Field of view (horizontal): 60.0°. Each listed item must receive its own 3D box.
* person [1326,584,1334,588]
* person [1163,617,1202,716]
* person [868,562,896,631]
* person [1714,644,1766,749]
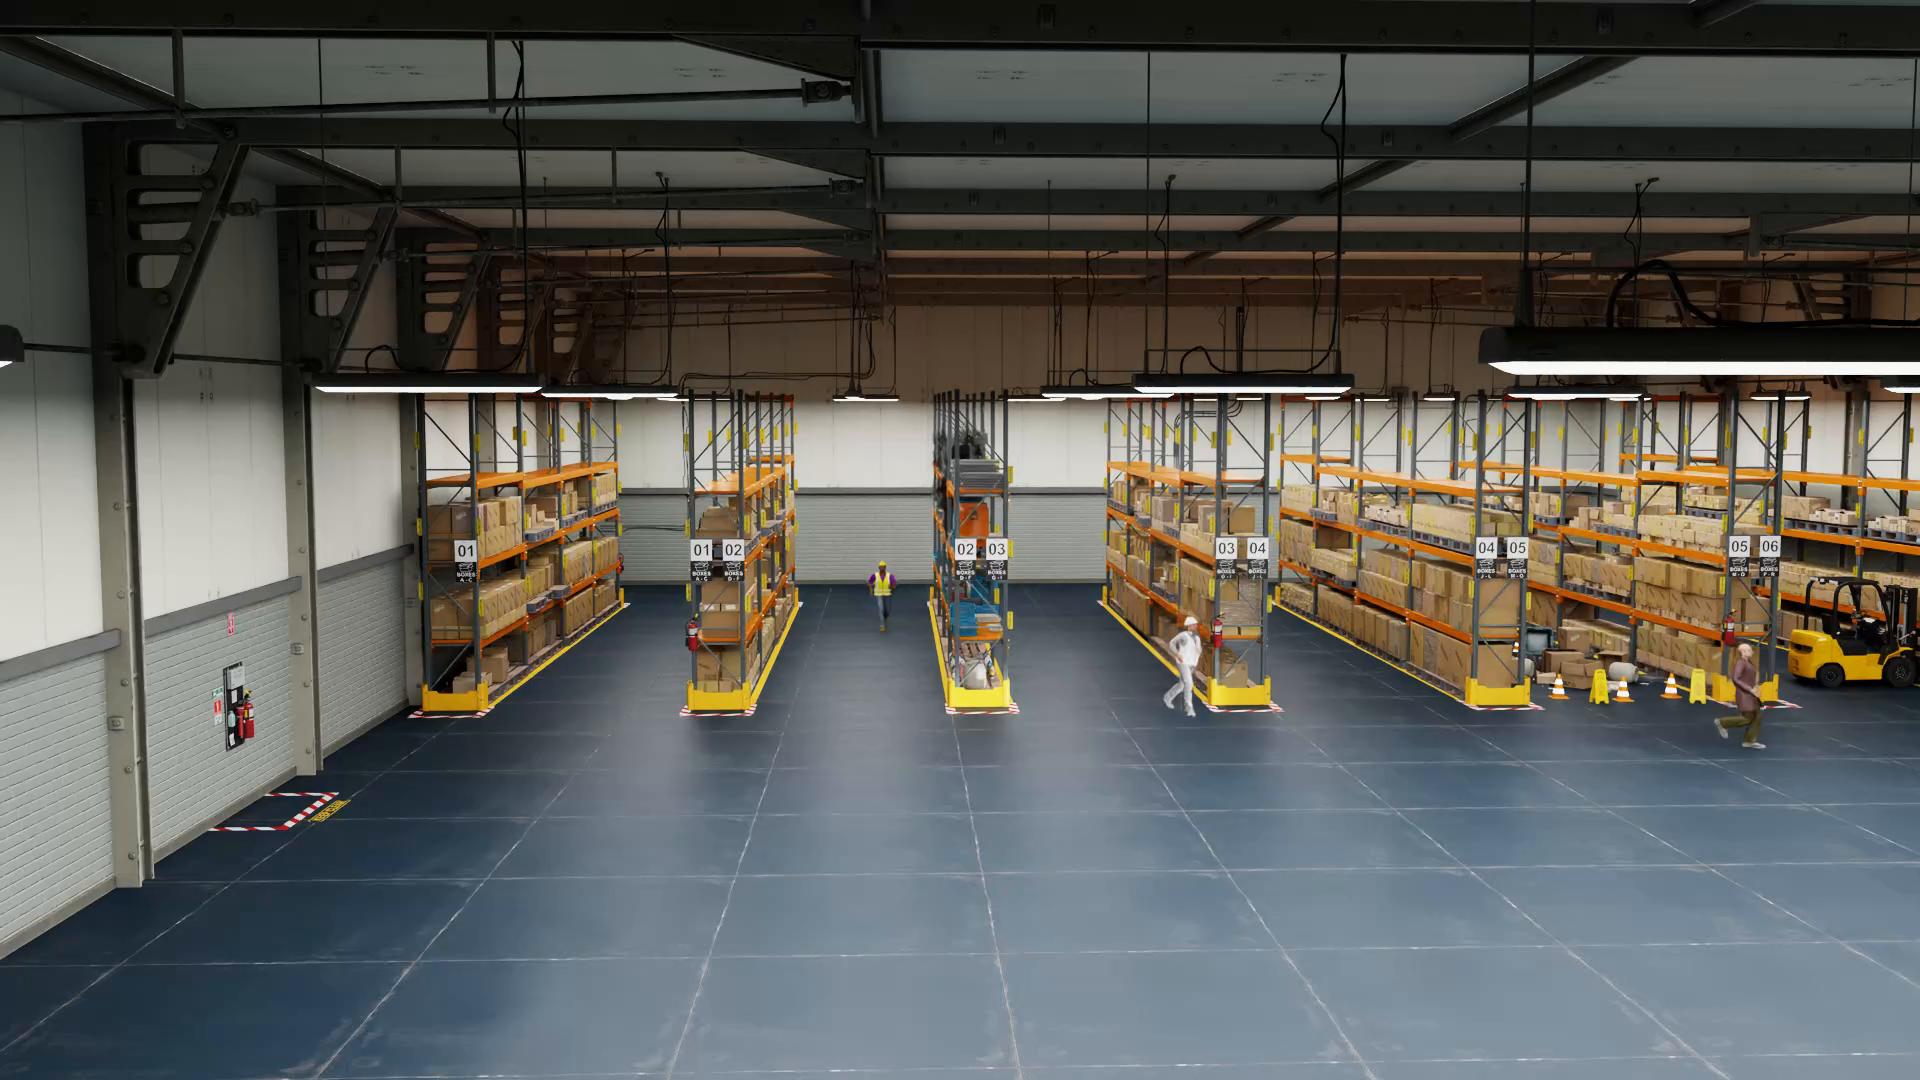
[{"bbox_3d":[11.143,0.861,49.094,0.725,1.758,0.683,0,5,1],"label":"person"},{"bbox_3d":[4.209,2.328,30.984,0.848,1.811,0.656,5,7,44],"label":"person"},{"bbox_3d":[-1.962,1.417,42.108,0.714,1.744,0.901,-1,5,-9],"label":"person"},{"bbox_3d":[13.073,2.595,27.740,0.764,1.739,0.723,4,6,37],"label":"person"}]
